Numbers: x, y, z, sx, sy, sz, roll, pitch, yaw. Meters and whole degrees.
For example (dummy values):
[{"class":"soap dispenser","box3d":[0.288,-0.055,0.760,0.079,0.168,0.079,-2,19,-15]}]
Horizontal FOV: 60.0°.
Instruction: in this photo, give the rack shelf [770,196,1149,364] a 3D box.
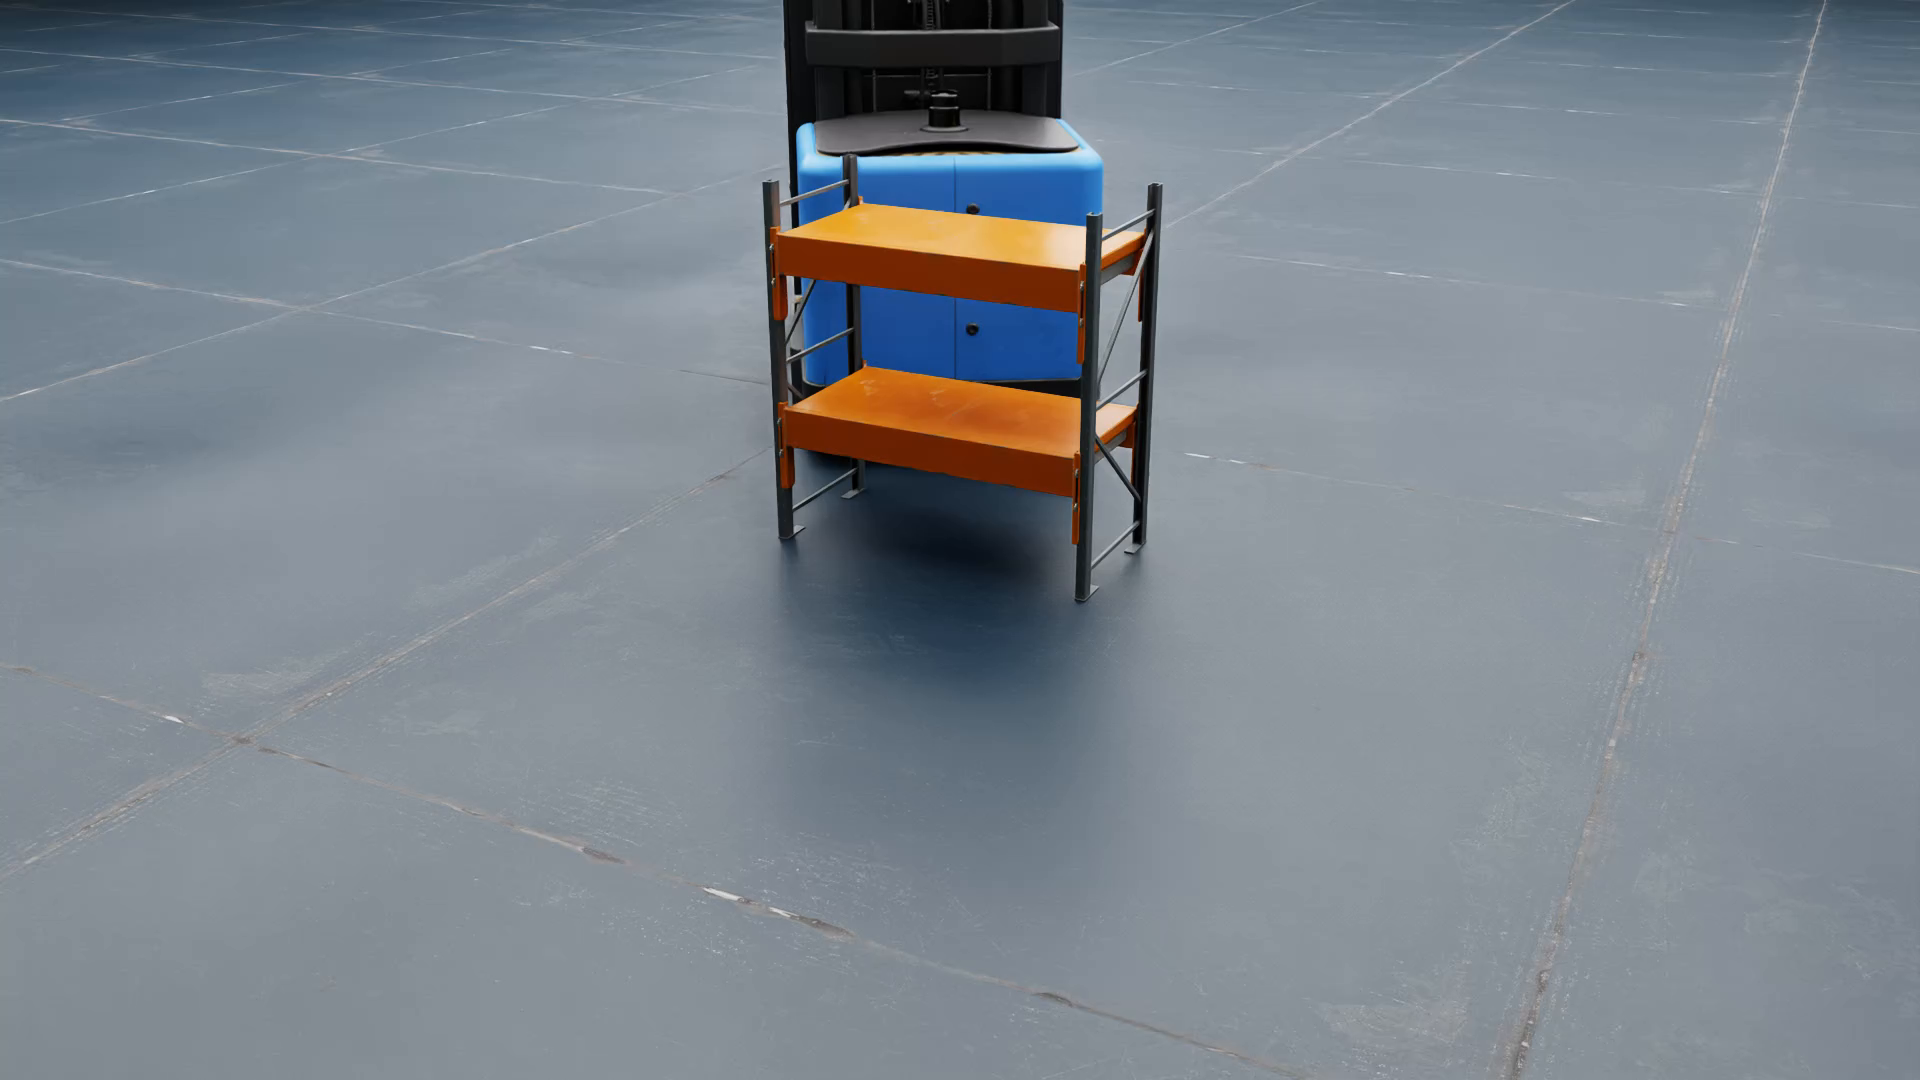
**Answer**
[{"class":"rack shelf","box3d":[0.006,-0.786,4.913,1.000,0.278,0.538,11,25,25]}]

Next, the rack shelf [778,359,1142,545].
[{"class":"rack shelf","box3d":[0.006,-0.291,5.123,1.000,0.278,0.538,11,25,25]}]

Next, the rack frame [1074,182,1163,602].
[{"class":"rack frame","box3d":[0.460,-0.427,4.816,0.032,1.125,0.500,11,25,25]}]

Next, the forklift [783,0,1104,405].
[{"class":"forklift","box3d":[-0.168,-2.193,6.662,1.130,2.935,3.031,-2,23,-5]}]

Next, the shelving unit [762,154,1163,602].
[{"class":"shelving unit","box3d":[0.006,-0.516,5.027,1.048,1.125,0.538,11,25,25]}]

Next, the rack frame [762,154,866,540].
[{"class":"rack frame","box3d":[-0.448,-0.606,5.238,0.032,1.125,0.500,11,25,25]}]
